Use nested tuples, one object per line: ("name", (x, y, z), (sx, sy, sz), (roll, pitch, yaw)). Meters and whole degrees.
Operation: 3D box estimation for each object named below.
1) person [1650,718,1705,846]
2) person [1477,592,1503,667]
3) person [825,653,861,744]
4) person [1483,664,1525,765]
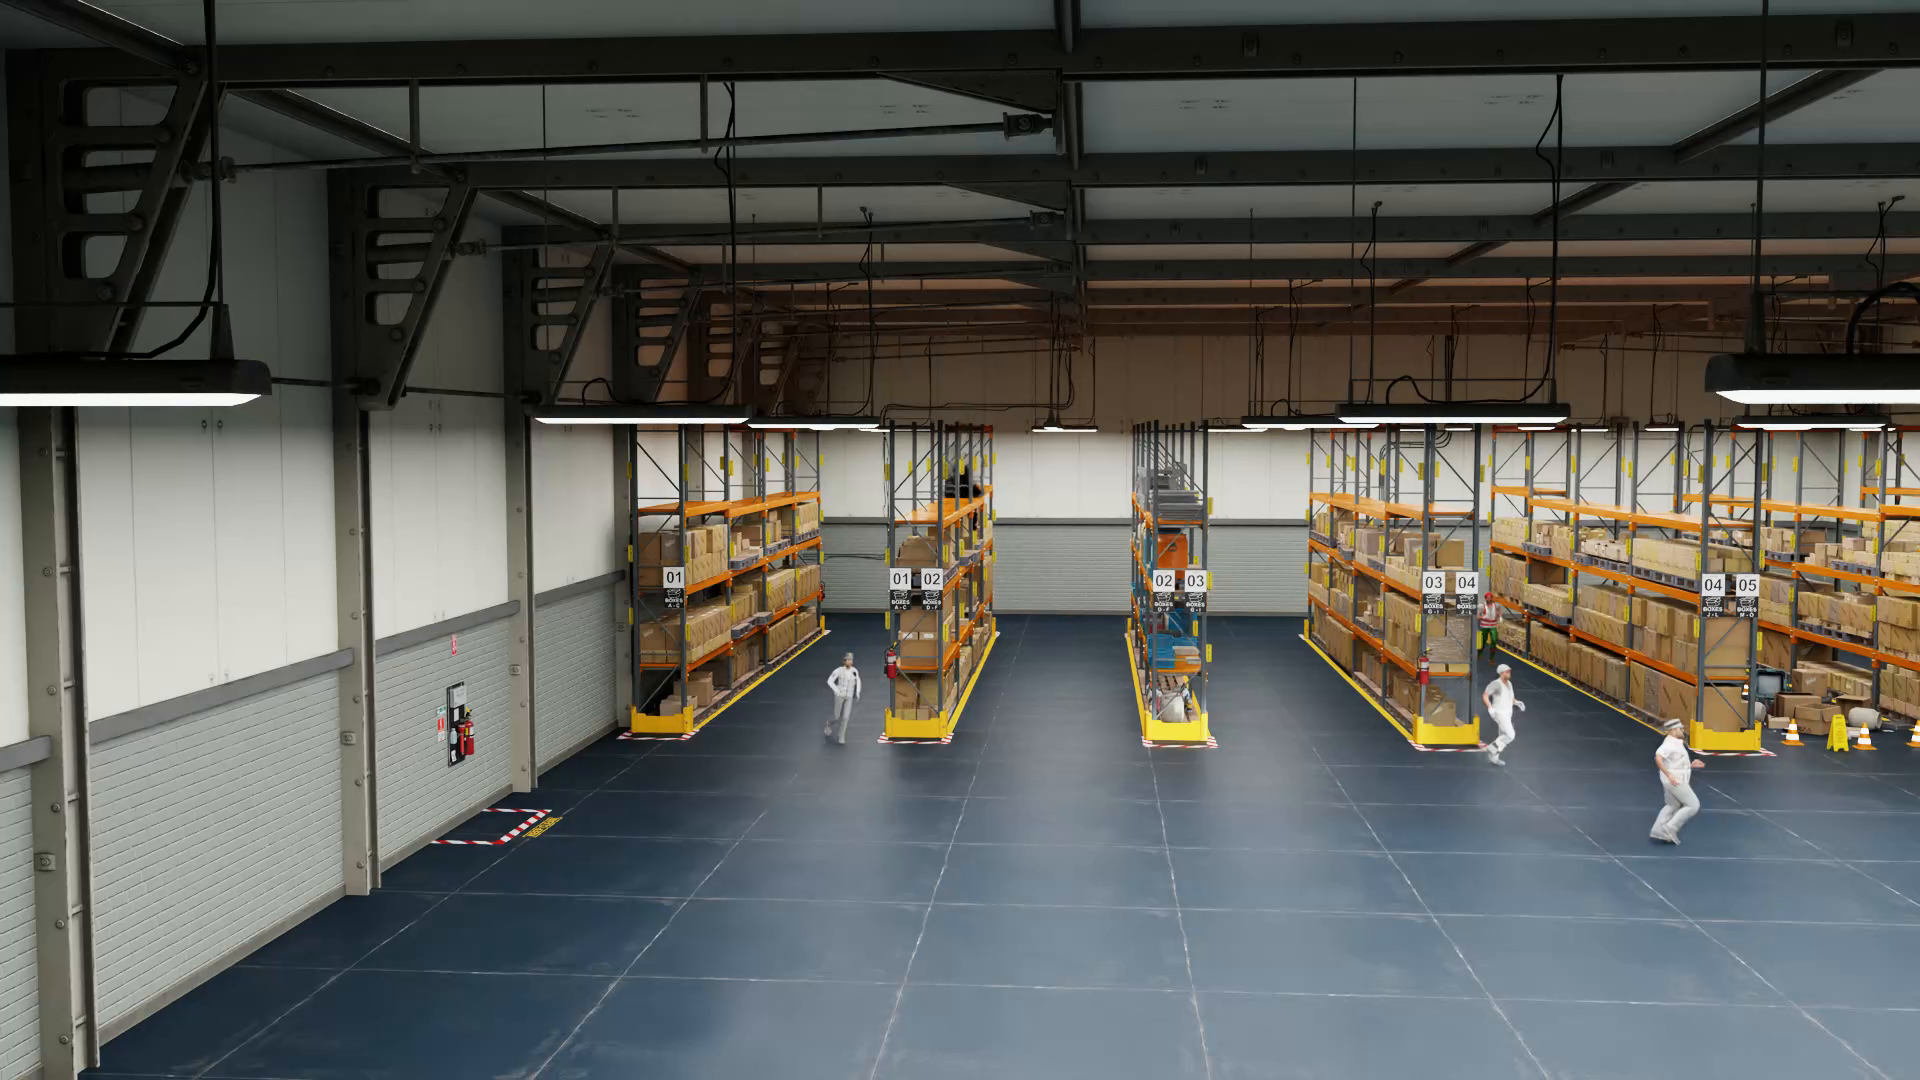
("person", (10.037, 3.372, 23.229), (0.669, 1.770, 0.634), (1, 4, 20))
("person", (13.181, 2.205, 41.462), (0.673, 1.831, 0.929), (1, 4, 8))
("person", (-2.138, 2.926, 31.096), (0.675, 1.646, 0.845), (-1, 4, -21))
("person", (9.434, 3.021, 28.751), (0.572, 1.749, 0.663), (3, 5, 43))
